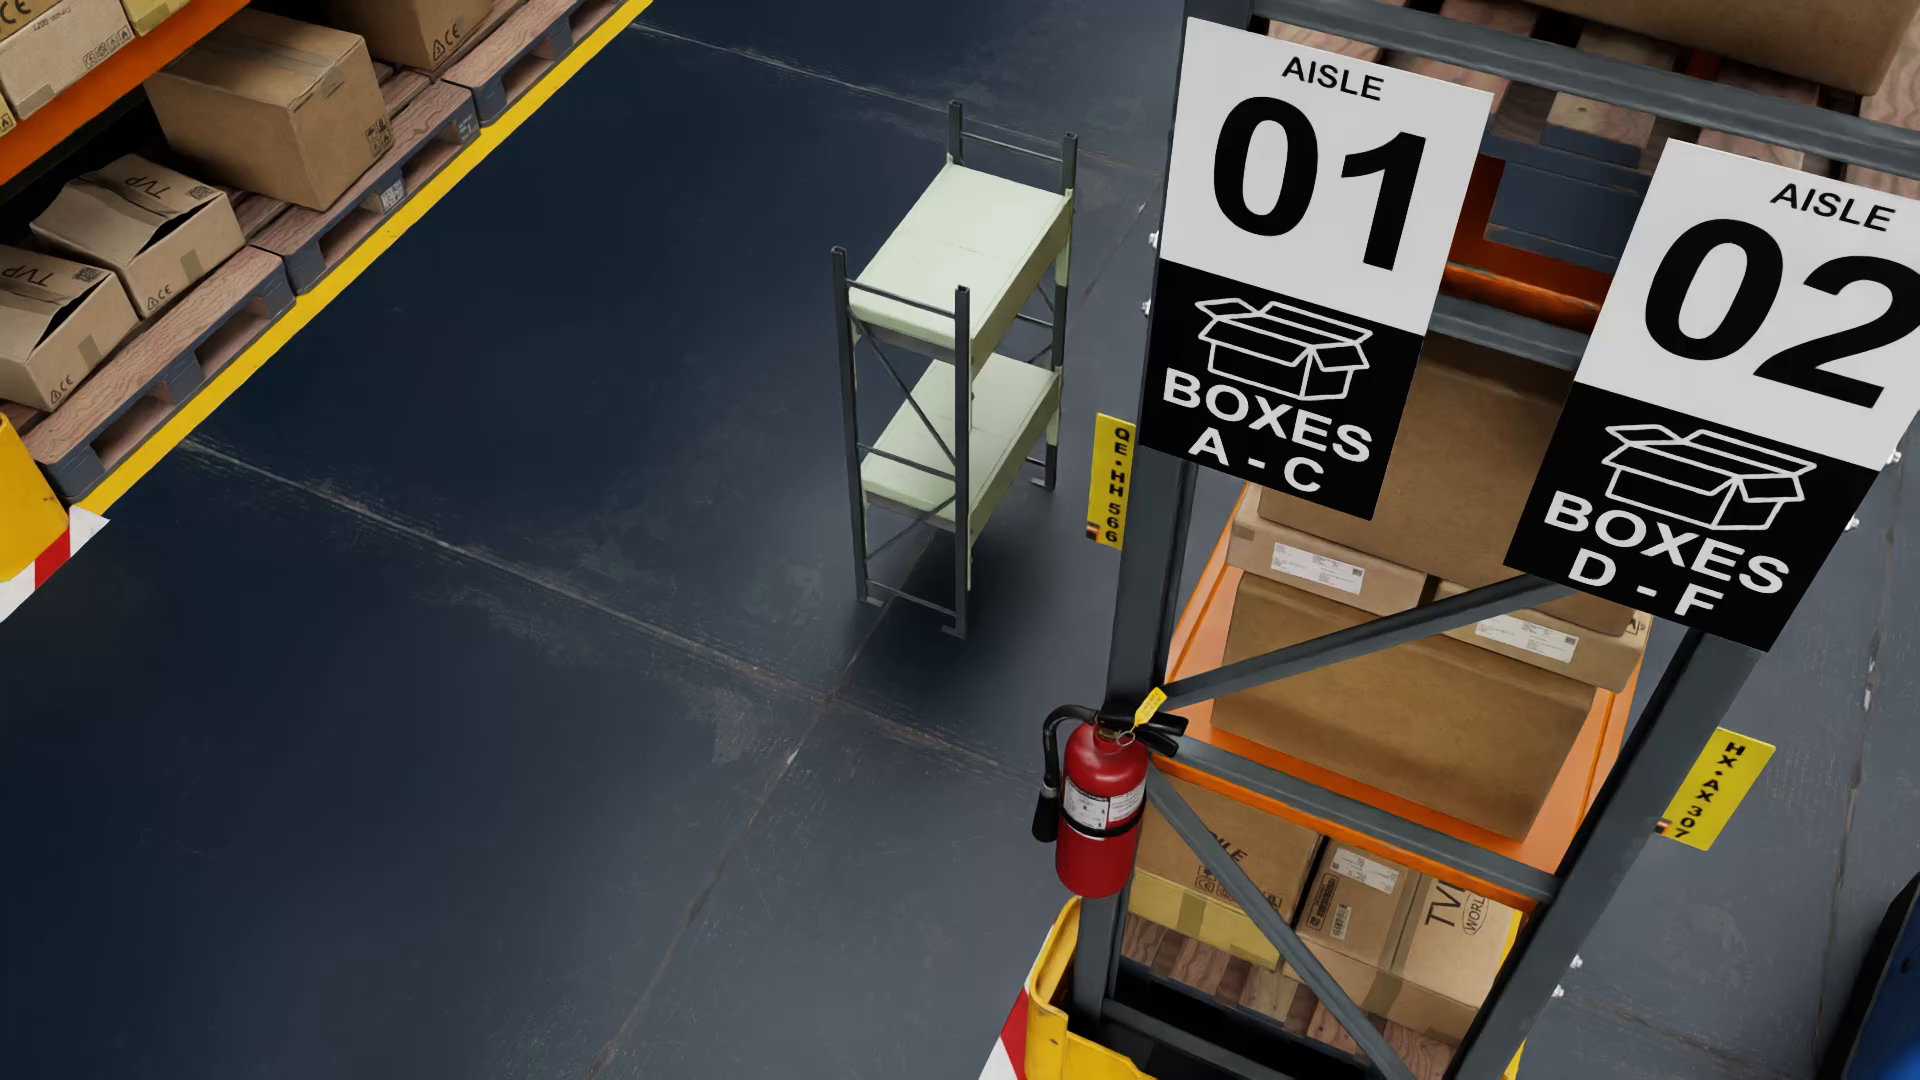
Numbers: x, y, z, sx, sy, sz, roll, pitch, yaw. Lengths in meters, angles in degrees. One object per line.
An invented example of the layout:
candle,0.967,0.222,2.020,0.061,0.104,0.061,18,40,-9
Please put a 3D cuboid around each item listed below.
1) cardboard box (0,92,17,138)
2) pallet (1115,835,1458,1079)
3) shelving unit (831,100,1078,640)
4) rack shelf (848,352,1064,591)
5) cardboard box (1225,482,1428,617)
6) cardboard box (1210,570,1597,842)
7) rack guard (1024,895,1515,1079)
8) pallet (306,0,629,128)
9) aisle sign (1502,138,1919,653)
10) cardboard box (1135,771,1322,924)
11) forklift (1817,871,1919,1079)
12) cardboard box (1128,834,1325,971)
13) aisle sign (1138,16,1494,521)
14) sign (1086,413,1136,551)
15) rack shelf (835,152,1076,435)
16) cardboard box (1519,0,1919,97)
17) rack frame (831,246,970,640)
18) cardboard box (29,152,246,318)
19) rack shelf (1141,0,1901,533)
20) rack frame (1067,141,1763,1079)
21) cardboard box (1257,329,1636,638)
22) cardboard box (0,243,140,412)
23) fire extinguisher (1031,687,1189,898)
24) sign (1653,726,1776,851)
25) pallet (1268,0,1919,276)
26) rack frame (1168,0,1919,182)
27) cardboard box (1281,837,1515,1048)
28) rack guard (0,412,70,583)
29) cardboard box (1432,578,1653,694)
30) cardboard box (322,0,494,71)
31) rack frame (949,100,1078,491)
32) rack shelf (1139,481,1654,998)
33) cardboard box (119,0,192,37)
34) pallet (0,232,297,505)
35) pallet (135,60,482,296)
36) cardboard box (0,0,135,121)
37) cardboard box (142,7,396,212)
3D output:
cardboard box,-3.222,-1.256,4.935,0.500,0.250,0.500,18,52,15
pallet,1.052,0.907,4.840,1.003,0.211,1.213,20,52,16
shelving unit,-0.003,-0.481,5.175,0.431,1.500,0.755,20,52,16
rack shelf,-0.003,-0.270,5.423,0.431,0.370,0.720,20,52,16
cardboard box,0.754,-0.024,3.309,0.380,0.149,0.250,19,52,15
cardboard box,0.974,0.194,3.550,0.700,0.500,0.500,20,52,16
rack guard,0.753,1.370,4.256,1.175,0.500,0.348,20,52,16
pallet,-2.263,-2.442,7.690,1.003,0.211,1.213,20,52,16
aisle sign,1.012,-0.154,2.205,0.394,0.787,0.004,20,52,16
cardboard box,0.723,0.589,4.316,0.500,0.500,0.500,20,52,16
forklift,3.629,1.090,2.898,3.031,2.935,1.130,29,56,23
cardboard box,0.725,0.833,4.601,0.500,0.250,0.500,20,52,16
aisle sign,0.470,-0.349,2.371,0.394,0.787,0.004,20,52,16
sign,0.279,-0.095,2.945,0.100,0.325,0.005,20,52,16
rack shelf,-0.003,-0.734,4.878,0.431,0.370,0.720,20,52,16
cardboard box,1.013,-1.038,2.259,0.797,0.503,0.637,23,53,18
rack frame,-0.159,-0.229,4.960,0.400,1.500,0.023,20,52,16
cardboard box,-3.097,-1.177,6.258,0.500,0.311,0.500,24,54,19
rack shelf,1.618,-1.573,3.621,1.077,0.370,4.000,20,52,16
rack frame,0.763,0.544,3.318,1.000,3.000,0.127,20,52,16
cardboard box,0.997,-0.263,3.087,0.700,0.500,0.500,20,52,16
cardboard box,-3.340,-0.784,5.924,0.500,0.311,0.500,14,51,12
fire extinguisher,0.293,0.499,3.407,0.296,0.674,0.183,20,52,16
sign,1.263,0.422,2.801,0.100,0.325,0.005,20,52,16
pallet,1.089,-0.878,2.616,1.003,0.211,1.213,20,52,16
rack frame,0.763,-1.401,1.033,1.000,3.000,0.127,20,52,16
cardboard box,1.194,1.002,4.458,0.500,0.250,0.500,20,52,16
rack guard,-3.685,-0.308,5.684,1.175,0.500,0.348,20,52,16
cardboard box,1.126,0.101,3.203,0.380,0.149,0.250,19,52,16
cardboard box,-2.415,-2.425,7.196,0.500,0.500,0.500,16,52,13
rack frame,0.154,-0.733,5.389,0.400,1.500,0.023,20,52,16
rack shelf,1.618,-0.600,4.764,1.077,0.370,4.000,20,52,16
cardboard box,-2.790,-1.967,5.540,0.500,0.250,0.500,19,52,16
pallet,-3.306,-0.762,6.260,1.003,0.211,1.213,20,52,16
pallet,-2.783,-1.599,6.972,1.003,0.211,1.213,20,52,16
cardboard box,-3.013,-1.618,5.243,0.500,0.250,0.500,18,52,15
cardboard box,-2.738,-1.727,6.602,0.700,0.500,0.500,17,52,14
